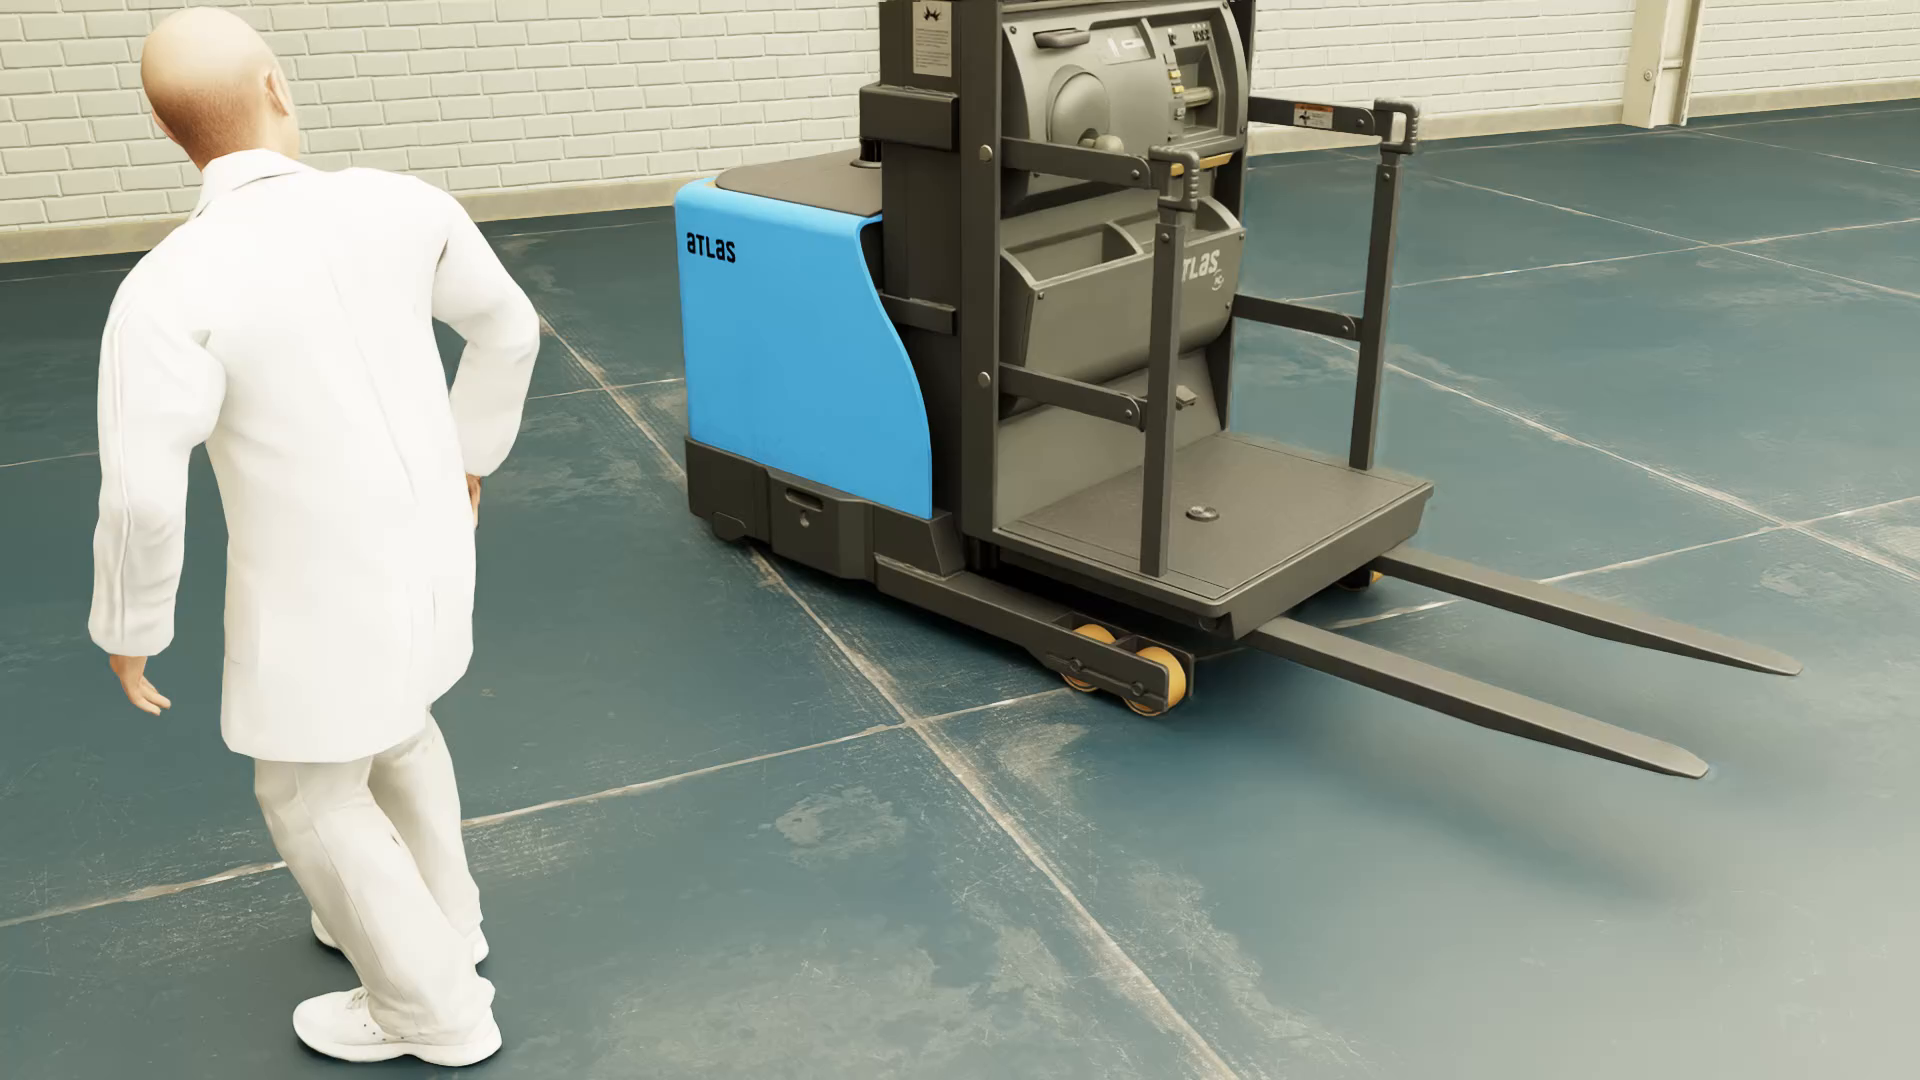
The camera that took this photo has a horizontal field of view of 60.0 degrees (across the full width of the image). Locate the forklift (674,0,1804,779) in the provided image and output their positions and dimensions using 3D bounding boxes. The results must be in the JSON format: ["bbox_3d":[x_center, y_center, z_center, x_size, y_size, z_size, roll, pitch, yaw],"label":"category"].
[{"bbox_3d":[0.594,-1.150,4.053,3.031,2.935,1.130,19,29,38],"label":"forklift"}]

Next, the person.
[{"bbox_3d":[-1.065,0.053,2.694,0.557,1.759,0.799,9,24,22],"label":"person"}]
